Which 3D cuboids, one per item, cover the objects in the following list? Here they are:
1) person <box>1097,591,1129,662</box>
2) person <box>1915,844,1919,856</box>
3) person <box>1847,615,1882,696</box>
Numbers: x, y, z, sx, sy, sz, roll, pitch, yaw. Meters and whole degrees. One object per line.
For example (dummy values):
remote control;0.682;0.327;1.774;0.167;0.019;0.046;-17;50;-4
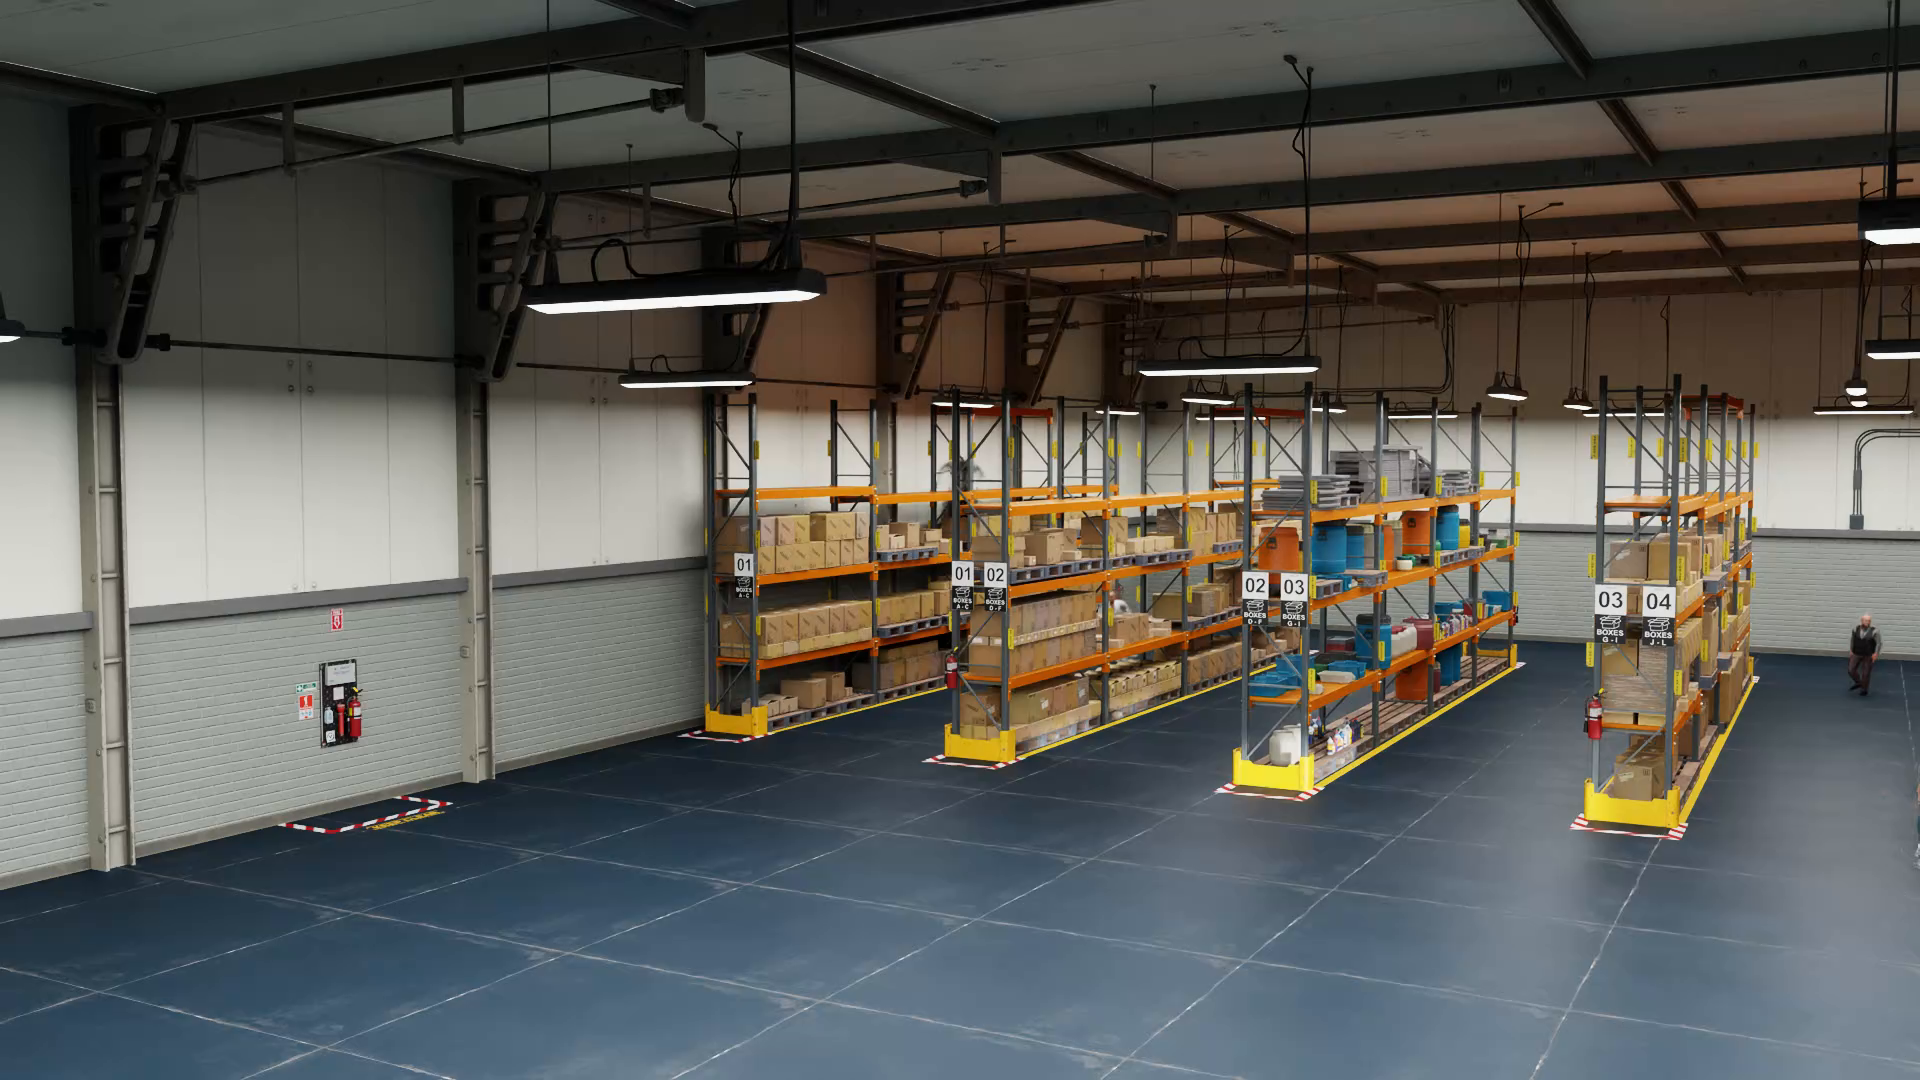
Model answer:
person;3.569;2.016;38.637;0.709;1.694;1.029;1;3;17
person;11.747;3.142;19.853;0.535;1.572;0.467;1;3;22
person;18.371;2.339;33.788;0.618;1.676;0.689;-3;4;-44
